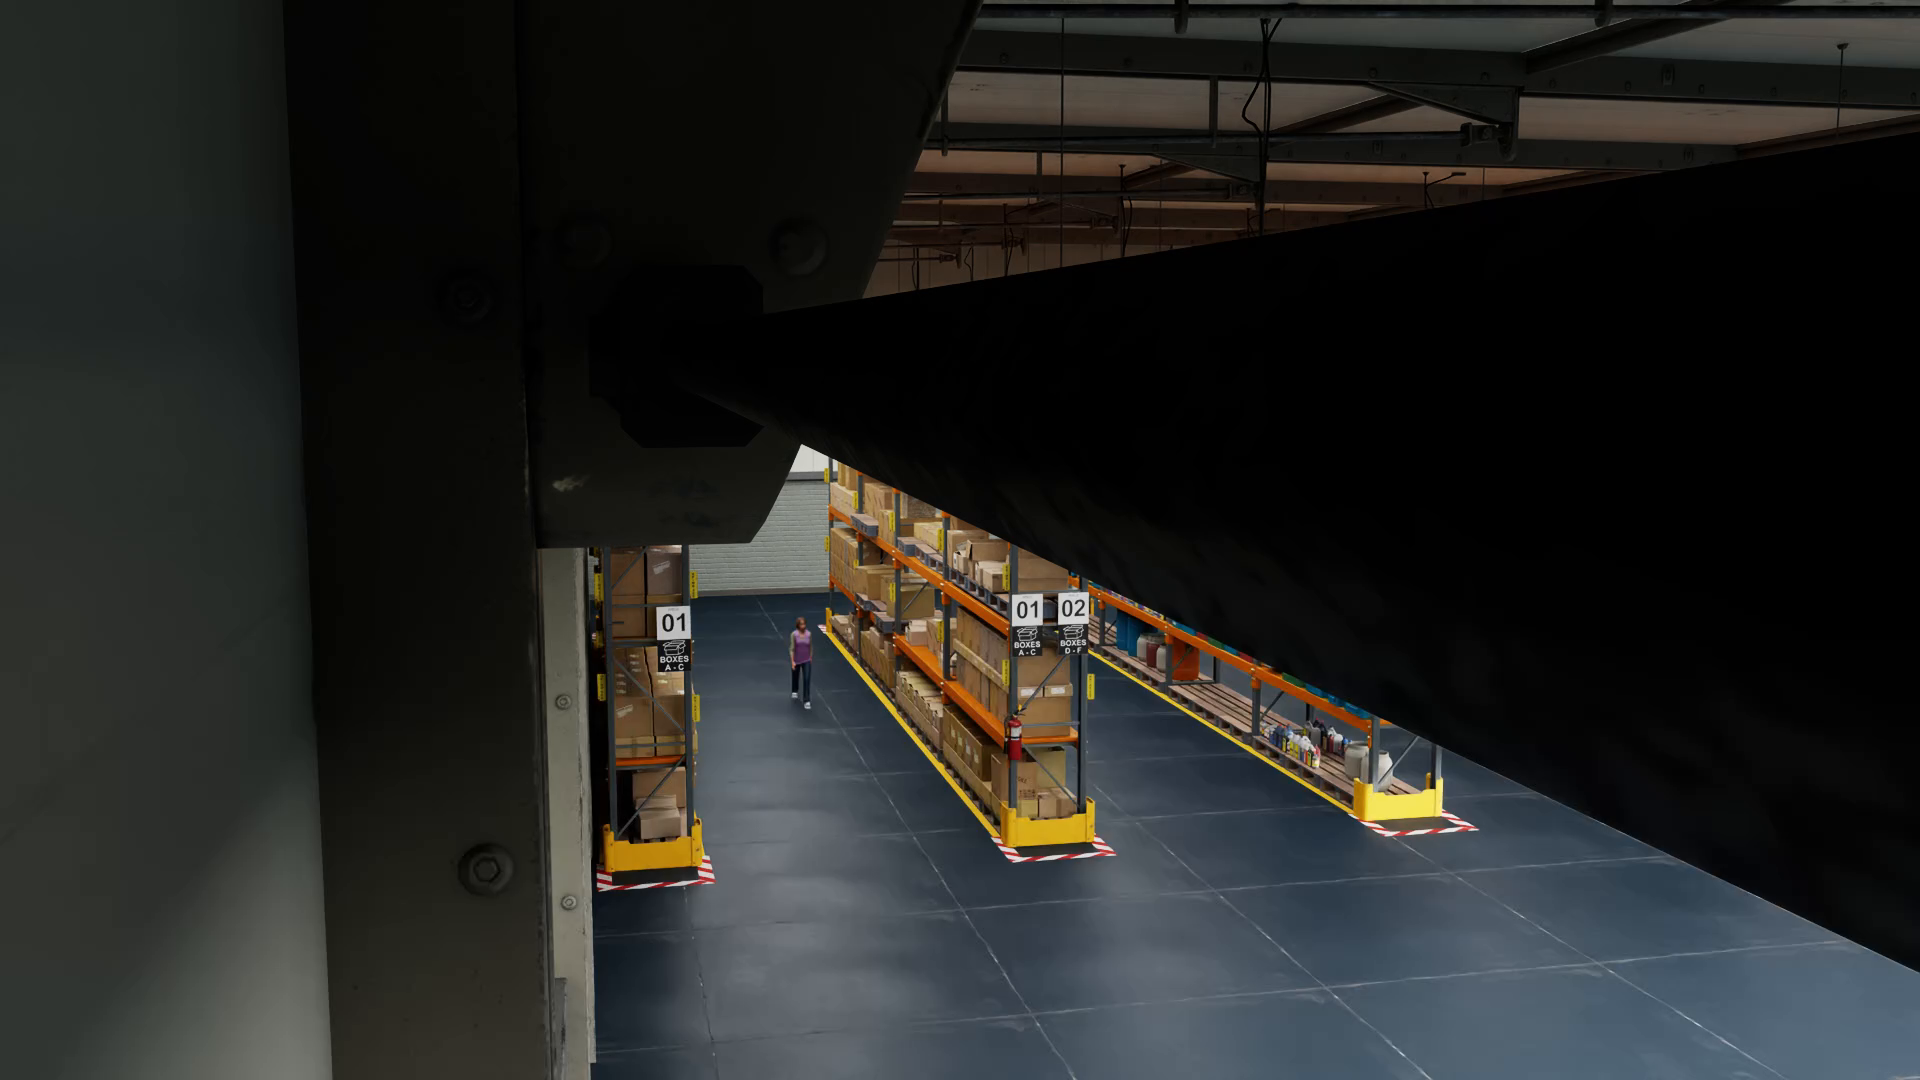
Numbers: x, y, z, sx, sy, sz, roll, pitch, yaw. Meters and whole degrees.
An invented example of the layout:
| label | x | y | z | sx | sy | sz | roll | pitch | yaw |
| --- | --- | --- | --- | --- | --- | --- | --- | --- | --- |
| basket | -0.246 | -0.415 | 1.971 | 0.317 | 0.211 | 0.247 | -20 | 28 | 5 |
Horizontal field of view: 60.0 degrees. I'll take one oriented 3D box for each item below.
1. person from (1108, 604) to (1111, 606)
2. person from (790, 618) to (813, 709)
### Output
| label | x | y | z | sx | sy | sz | roll | pitch | yaw |
| --- | --- | --- | --- | --- | --- | --- | --- | --- | --- |
| person | 3.374 | 0.708 | 39.945 | 0.995 | 1.746 | 0.566 | 2 | 7 | 15 |
| person | -2.768 | 2.109 | 28.987 | 0.420 | 1.536 | 0.992 | -1 | 7 | -11 |
